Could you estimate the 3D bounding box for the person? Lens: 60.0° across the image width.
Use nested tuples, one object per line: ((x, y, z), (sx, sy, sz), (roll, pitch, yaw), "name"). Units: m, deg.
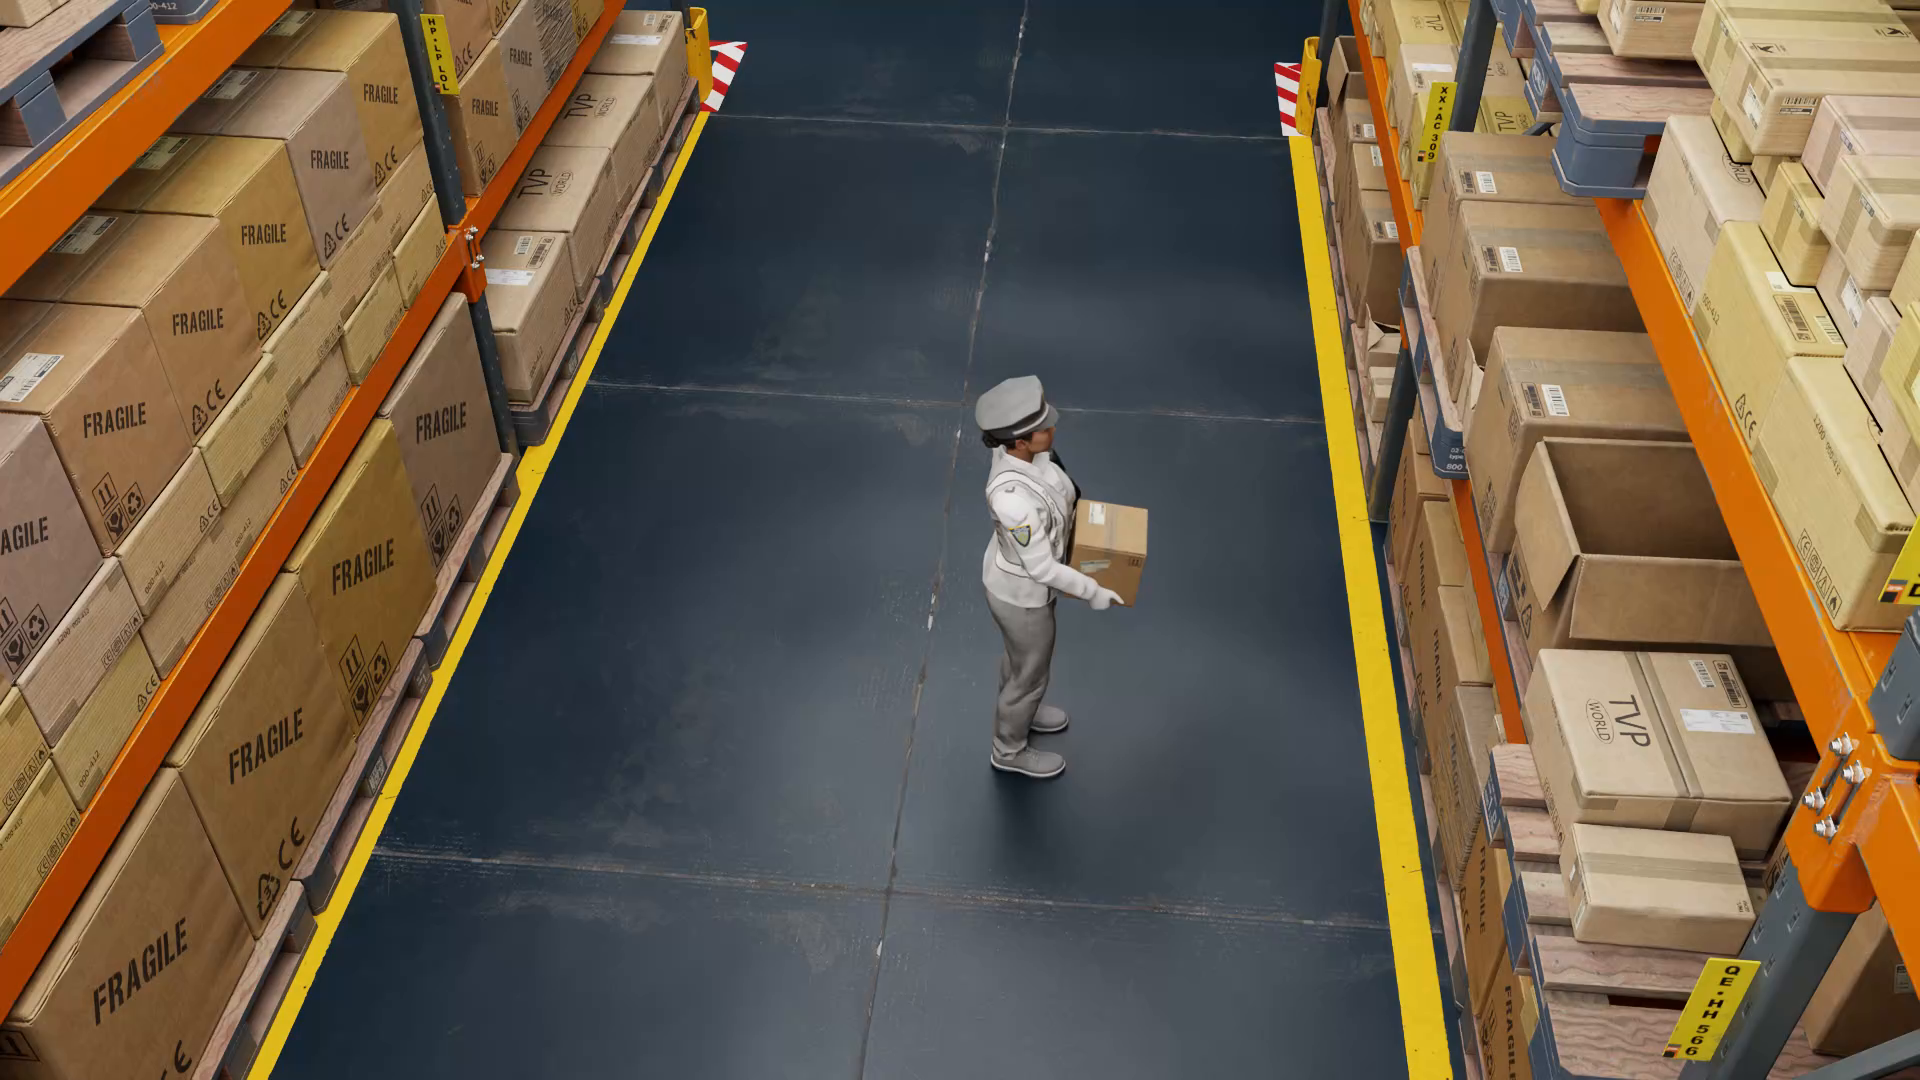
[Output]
((-3.104, 1.441, 4.037), (6.880, 2.202, 5.657), (4, 40, 4), "person")
